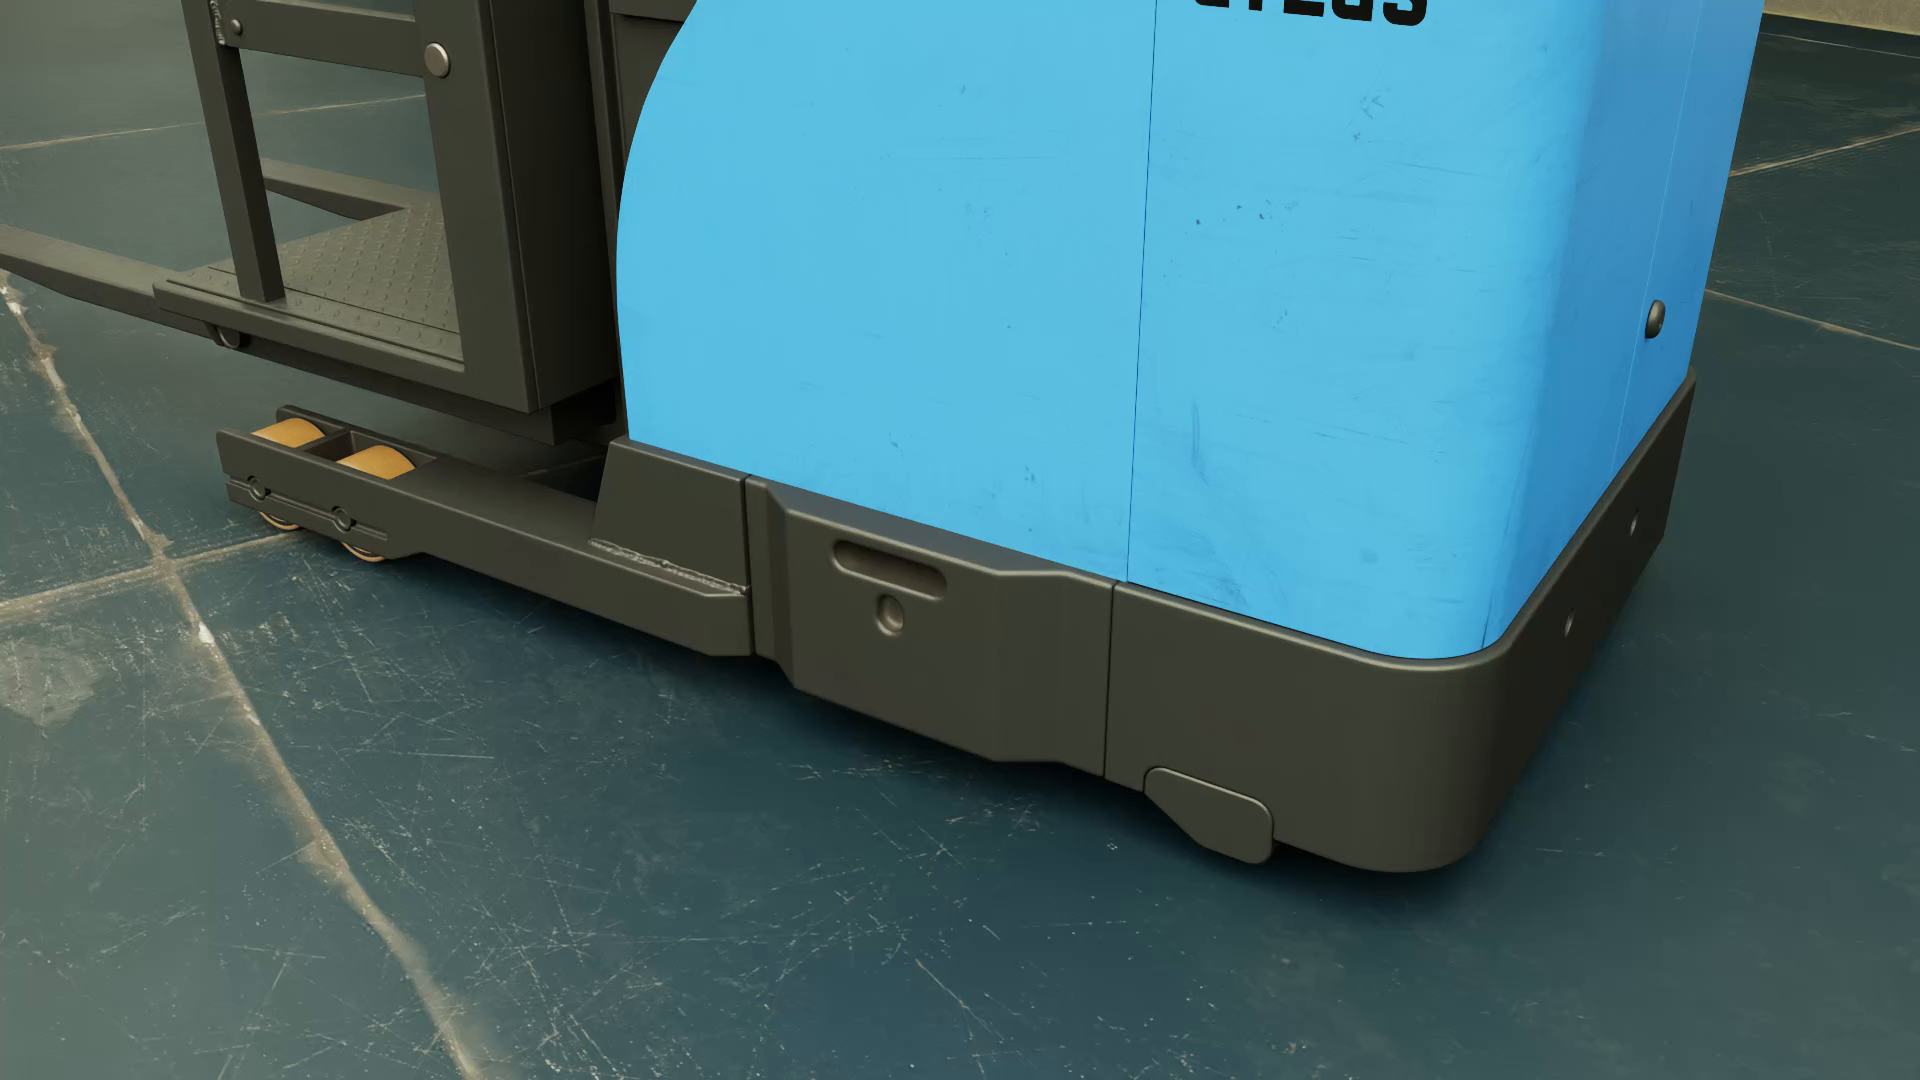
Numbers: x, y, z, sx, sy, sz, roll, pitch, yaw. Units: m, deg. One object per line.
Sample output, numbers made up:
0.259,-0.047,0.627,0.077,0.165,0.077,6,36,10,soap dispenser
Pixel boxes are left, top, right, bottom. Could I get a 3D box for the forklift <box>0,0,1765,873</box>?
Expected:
-0.511,-1.459,2.139,3.031,2.935,1.130,16,31,29,forklift
